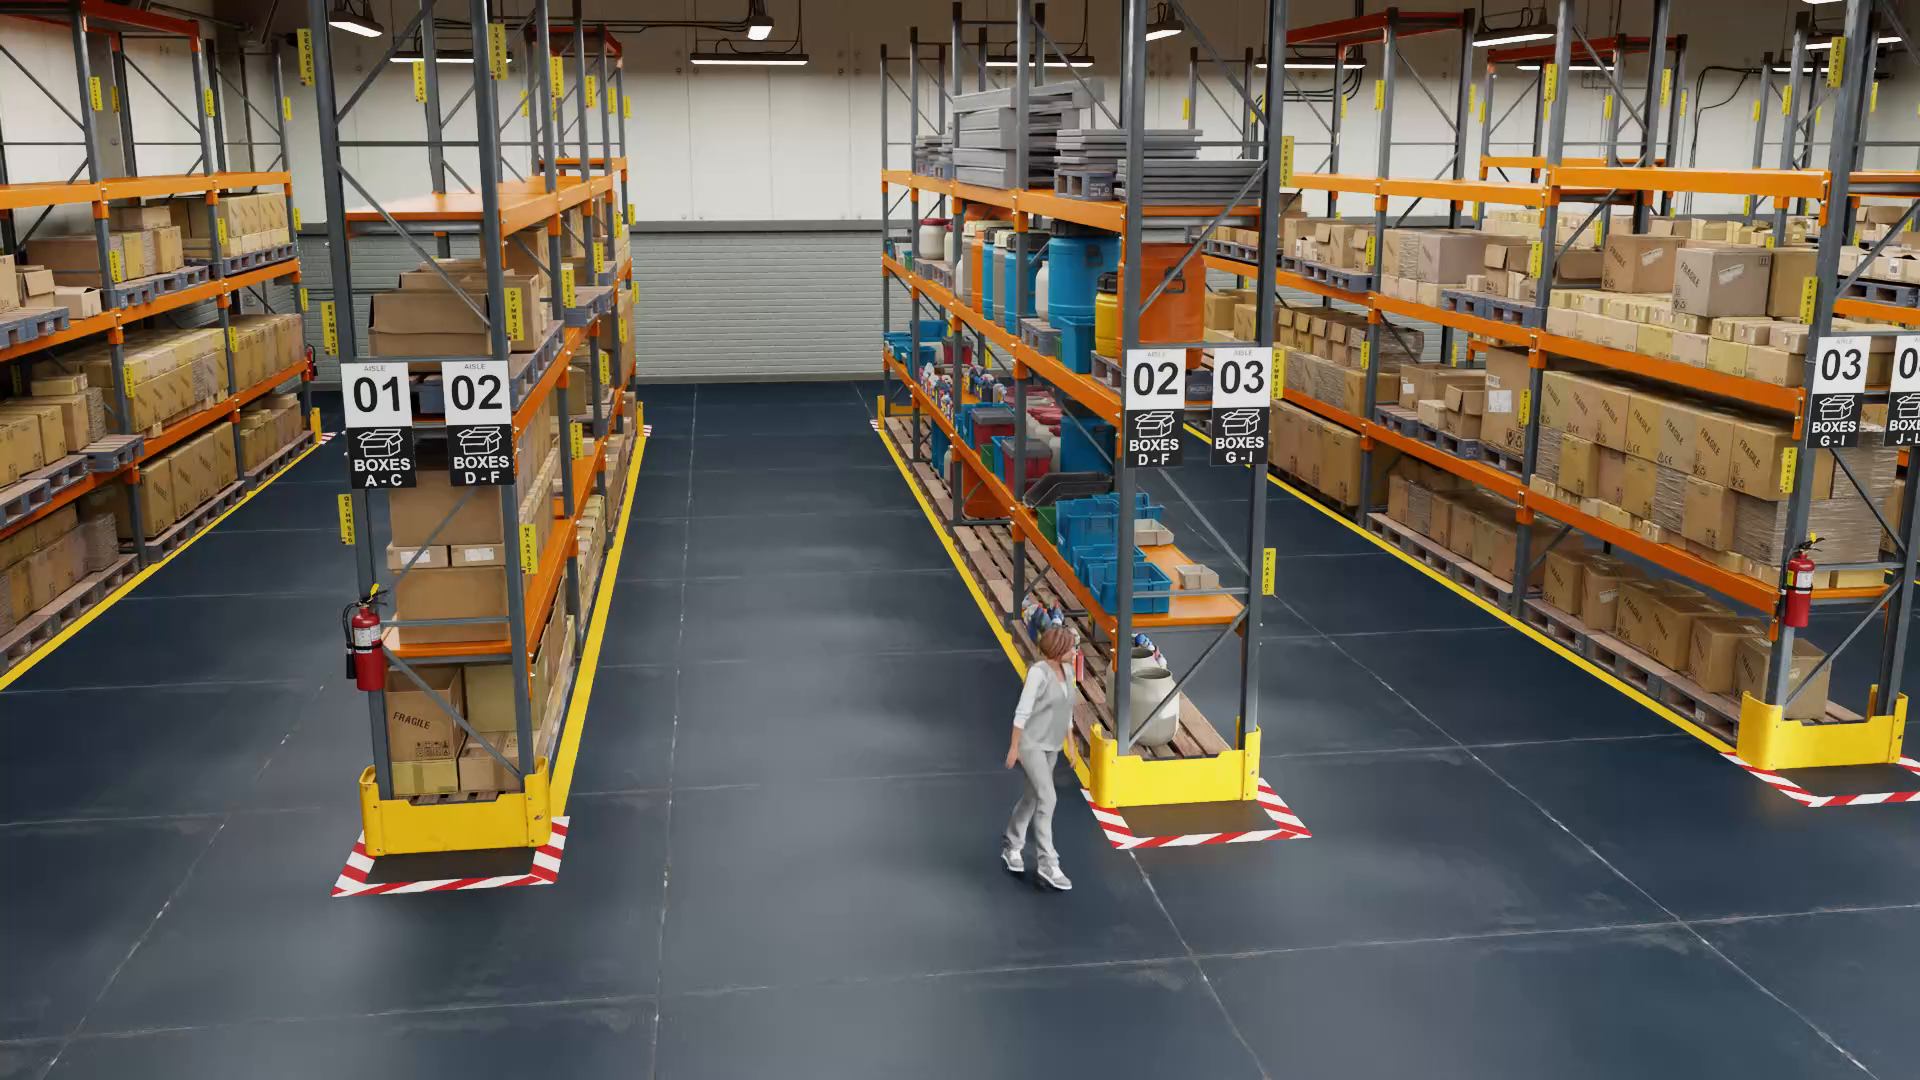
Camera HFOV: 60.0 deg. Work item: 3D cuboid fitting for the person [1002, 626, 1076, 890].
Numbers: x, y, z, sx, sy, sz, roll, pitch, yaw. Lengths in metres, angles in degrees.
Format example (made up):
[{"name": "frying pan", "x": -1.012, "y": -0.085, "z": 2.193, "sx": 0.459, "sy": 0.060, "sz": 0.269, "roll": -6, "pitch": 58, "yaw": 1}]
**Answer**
[{"name": "person", "x": 0.552, "y": 1.329, "z": 10.432, "sx": 0.622, "sy": 1.569, "sz": 0.479, "roll": 11, "pitch": 17, "yaw": 39}]
